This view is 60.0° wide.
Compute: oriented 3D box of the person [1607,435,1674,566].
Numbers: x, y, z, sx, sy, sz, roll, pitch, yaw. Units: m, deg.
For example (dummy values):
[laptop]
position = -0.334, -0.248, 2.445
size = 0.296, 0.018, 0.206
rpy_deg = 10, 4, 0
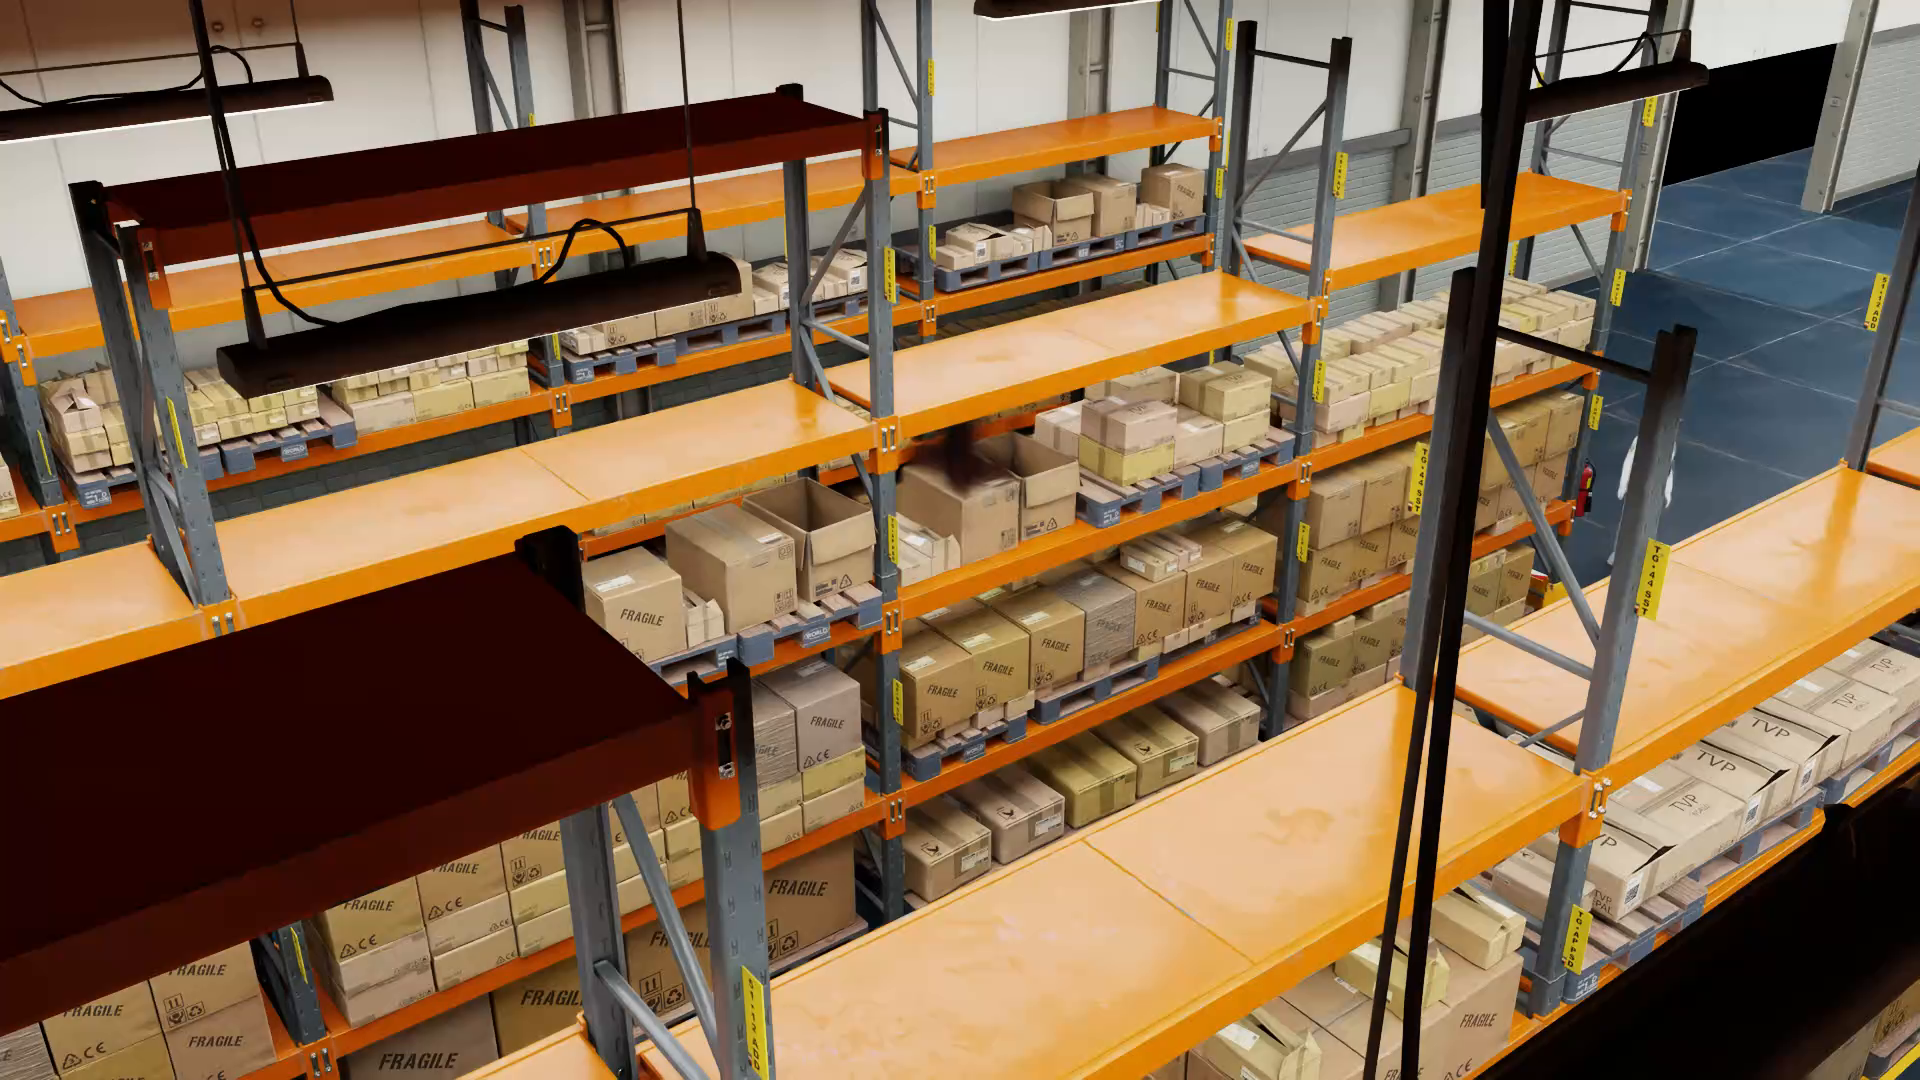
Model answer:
[person]
position = 7.113, -0.533, 17.300
size = 0.576, 1.677, 0.395
rpy_deg = -6, 27, -12
